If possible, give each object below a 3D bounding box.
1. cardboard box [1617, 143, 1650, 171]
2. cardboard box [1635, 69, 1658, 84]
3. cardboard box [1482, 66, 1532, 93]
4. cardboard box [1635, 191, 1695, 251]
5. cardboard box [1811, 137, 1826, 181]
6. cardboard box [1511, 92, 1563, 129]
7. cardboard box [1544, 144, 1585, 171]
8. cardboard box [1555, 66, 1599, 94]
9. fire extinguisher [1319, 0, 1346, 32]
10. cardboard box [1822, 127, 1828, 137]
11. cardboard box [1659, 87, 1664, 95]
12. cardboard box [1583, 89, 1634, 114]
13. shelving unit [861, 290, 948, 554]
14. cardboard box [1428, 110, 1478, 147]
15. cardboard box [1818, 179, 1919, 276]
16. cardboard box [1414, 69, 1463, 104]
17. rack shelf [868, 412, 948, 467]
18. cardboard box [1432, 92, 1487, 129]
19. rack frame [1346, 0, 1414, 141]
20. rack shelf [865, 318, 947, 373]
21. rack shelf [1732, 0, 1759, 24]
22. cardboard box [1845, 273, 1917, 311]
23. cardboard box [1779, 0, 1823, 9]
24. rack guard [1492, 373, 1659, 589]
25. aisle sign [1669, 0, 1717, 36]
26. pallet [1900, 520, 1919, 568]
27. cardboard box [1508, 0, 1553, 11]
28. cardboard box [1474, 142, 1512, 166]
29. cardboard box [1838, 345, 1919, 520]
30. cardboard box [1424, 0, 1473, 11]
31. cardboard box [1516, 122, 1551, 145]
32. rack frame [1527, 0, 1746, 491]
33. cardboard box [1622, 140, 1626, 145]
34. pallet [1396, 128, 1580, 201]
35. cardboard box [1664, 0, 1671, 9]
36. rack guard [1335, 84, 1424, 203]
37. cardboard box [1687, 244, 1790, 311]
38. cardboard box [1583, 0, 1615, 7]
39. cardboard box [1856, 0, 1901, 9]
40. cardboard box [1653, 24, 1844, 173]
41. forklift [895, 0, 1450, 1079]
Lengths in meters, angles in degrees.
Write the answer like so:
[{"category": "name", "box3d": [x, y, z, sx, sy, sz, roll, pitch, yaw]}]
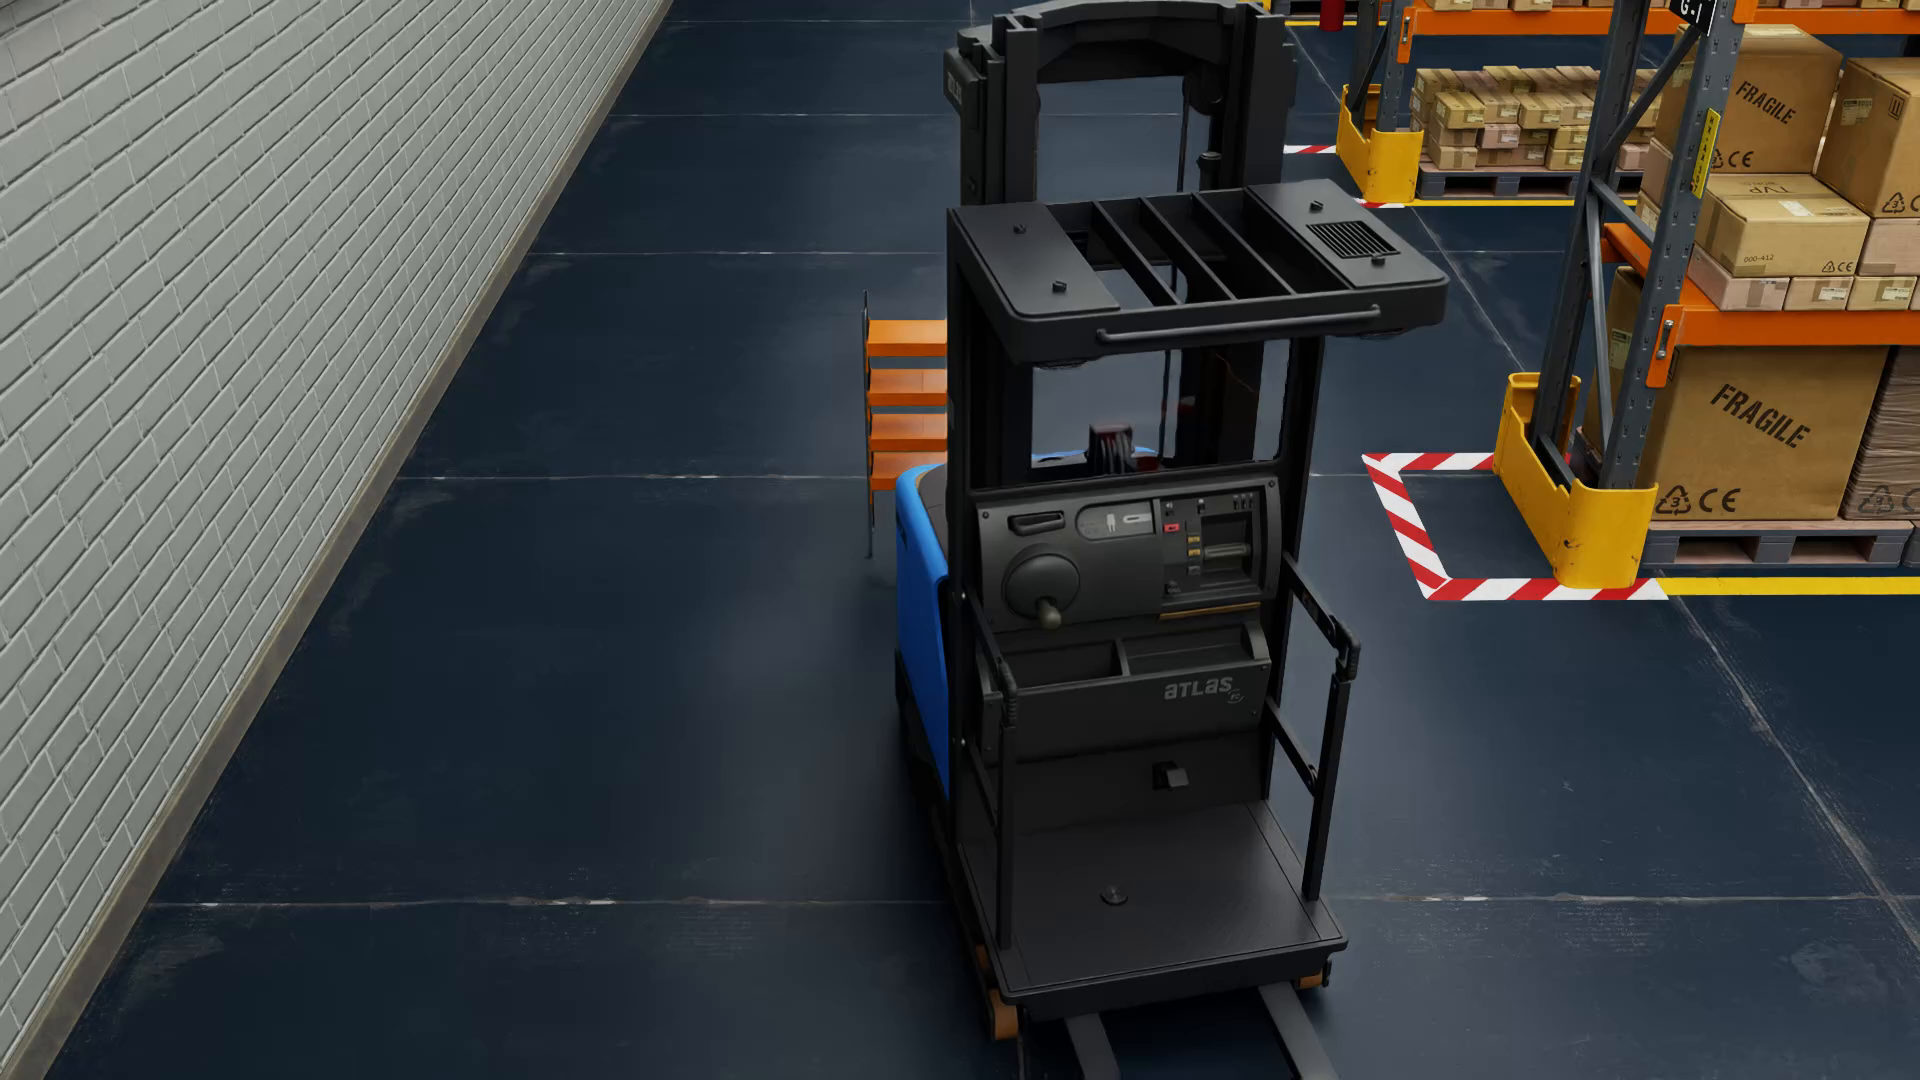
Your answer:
[{"category": "cardboard box", "box3d": [4.734, -2.736, 11.711, 0.250, 0.149, 0.380, -2, 31, -3]}, {"category": "cardboard box", "box3d": [5.029, -3.284, 12.042, 0.250, 0.149, 0.380, 0, 31, 0]}, {"category": "cardboard box", "box3d": [3.976, -3.328, 12.113, 0.250, 0.149, 0.380, -1, 31, -1]}, {"category": "cardboard box", "box3d": [3.221, -1.434, 7.463, 0.250, 0.149, 0.380, 0, 31, 1]}, {"category": "cardboard box", "box3d": [3.857, -1.572, 7.308, 0.500, 0.250, 0.500, -1, 31, -1]}, {"category": "cardboard box", "box3d": [3.992, -2.980, 11.540, 0.250, 0.149, 0.380, 0, 31, 0]}, {"category": "cardboard box", "box3d": [4.230, -2.730, 11.701, 0.250, 0.149, 0.380, 0, 31, 0]}, {"category": "cardboard box", "box3d": [4.503, -3.326, 12.109, 0.250, 0.149, 0.380, 1, 31, 2]}, {"category": "fire extinguisher", "box3d": [2.683, -3.988, 11.866, 0.183, 0.674, 0.296, 0, 31, 0]}, {"category": "cardboard box", "box3d": [6.086, -2.859, 11.628, 0.250, 0.149, 0.380, -1, 31, -2]}, {"category": "cardboard box", "box3d": [5.031, -3.047, 11.651, 0.250, 0.149, 0.380, 0, 31, 0]}, {"category": "cardboard box", "box3d": [4.516, -3.020, 11.605, 0.250, 0.149, 0.380, 1, 31, 2]}, {"category": "shelving unit", "box3d": [-0.166, -0.512, 7.438, 0.503, 1.200, 0.258, 0, 31, 0]}, {"category": "cardboard box", "box3d": [3.463, -2.898, 11.692, 0.250, 0.149, 0.380, 1, 31, 2]}, {"category": "cardboard box", "box3d": [3.868, -1.299, 6.856, 0.500, 0.250, 0.500, -1, 31, -1]}, {"category": "cardboard box", "box3d": [3.466, -3.290, 12.051, 0.250, 0.149, 0.380, 0, 31, 0]}, {"category": "rack shelf", "box3d": [-0.166, -0.455, 7.473, 0.480, 0.148, 0.258, 0, 31, 0]}, {"category": "cardboard box", "box3d": [3.464, -2.983, 11.544, 0.250, 0.149, 0.380, -2, 31, -3]}, {"category": "rack frame", "box3d": [2.938, -3.942, 11.356, 0.127, 3.000, 1.000, 0, 31, 0]}, {"category": "rack shelf", "box3d": [-0.166, -0.848, 7.234, 0.480, 0.148, 0.258, 0, 31, 0]}, {"category": "rack shelf", "box3d": [4.867, -2.350, 6.533, 4.000, 0.370, 1.077, 0, 31, 0]}, {"category": "cardboard box", "box3d": [3.736, -1.094, 6.904, 0.250, 0.149, 0.380, -1, 31, -1]}, {"category": "cardboard box", "box3d": [5.600, -3.693, 11.188, 0.250, 0.149, 0.380, -1, 31, -2]}, {"category": "rack guard", "box3d": [2.843, -0.300, 7.763, 0.348, 0.500, 1.175, 0, 31, 0]}, {"category": "aisle sign", "box3d": [2.797, -2.325, 6.183, 0.004, 0.787, 0.394, 0, 31, 0]}, {"category": "pallet", "box3d": [4.883, -0.222, 7.913, 1.213, 0.211, 1.003, 0, 31, 0]}, {"category": "cardboard box", "box3d": [3.787, -3.661, 11.134, 0.250, 0.149, 0.380, -1, 31, -2]}, {"category": "cardboard box", "box3d": [3.725, -2.782, 11.787, 0.250, 0.149, 0.380, 0, 31, 0]}, {"category": "cardboard box", "box3d": [4.416, -0.687, 7.633, 0.875, 0.875, 0.875, 0, 31, 0]}, {"category": "cardboard box", "box3d": [3.264, -3.666, 11.142, 0.250, 0.149, 0.380, 0, 31, -1]}, {"category": "cardboard box", "box3d": [3.982, -2.917, 11.722, 0.250, 0.149, 0.380, 0, 31, 0]}, {"category": "rack frame", "box3d": [2.867, -1.369, 7.115, 0.127, 3.000, 1.000, 0, 31, 0]}, {"category": "cardboard box", "box3d": [4.504, -2.911, 11.713, 0.250, 0.149, 0.380, -2, 31, -3]}, {"category": "pallet", "box3d": [3.826, -2.734, 12.053, 1.213, 0.211, 1.003, 0, 31, 0]}, {"category": "cardboard box", "box3d": [4.823, -3.697, 11.194, 0.250, 0.149, 0.380, 1, 31, 2]}, {"category": "rack guard", "box3d": [3.014, -2.874, 12.004, 0.348, 0.500, 1.175, 0, 31, 0]}, {"category": "cardboard box", "box3d": [3.224, -1.092, 6.899, 0.250, 0.149, 0.380, 0, 31, 0]}, {"category": "cardboard box", "box3d": [4.317, -3.721, 11.233, 0.250, 0.149, 0.380, 0, 31, -1]}, {"category": "cardboard box", "box3d": [6.129, -3.698, 11.195, 0.250, 0.149, 0.380, 1, 31, 2]}, {"category": "cardboard box", "box3d": [3.352, -1.890, 7.109, 0.500, 0.500, 0.500, 0, 31, 0]}, {"category": "forklift", "box3d": [0.558, 0.089, 4.777, 1.130, 2.935, 3.031, -6, 32, -10]}]
